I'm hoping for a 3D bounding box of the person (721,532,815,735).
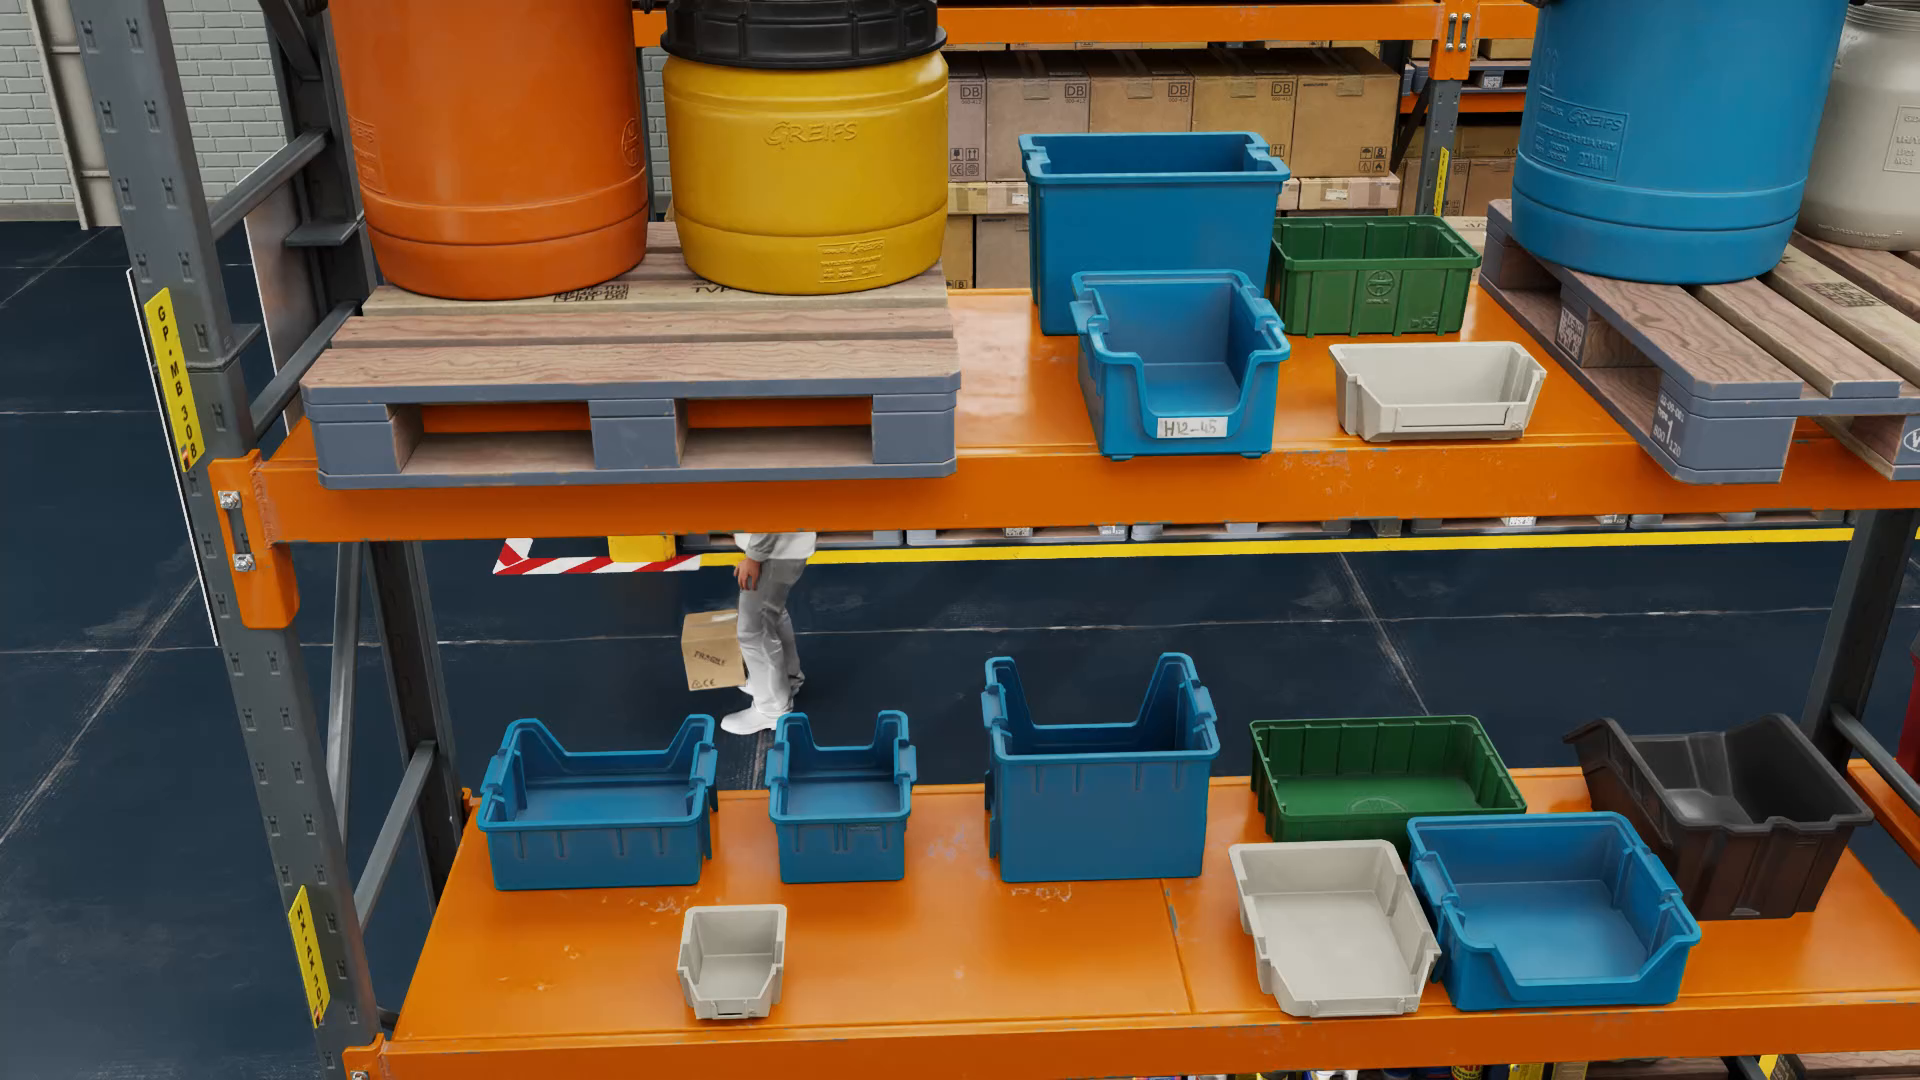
[{"bbox_3d":[-0.838,-0.002,7.094,0.466,1.771,0.587,-2,27,-4],"label":"person"}]
